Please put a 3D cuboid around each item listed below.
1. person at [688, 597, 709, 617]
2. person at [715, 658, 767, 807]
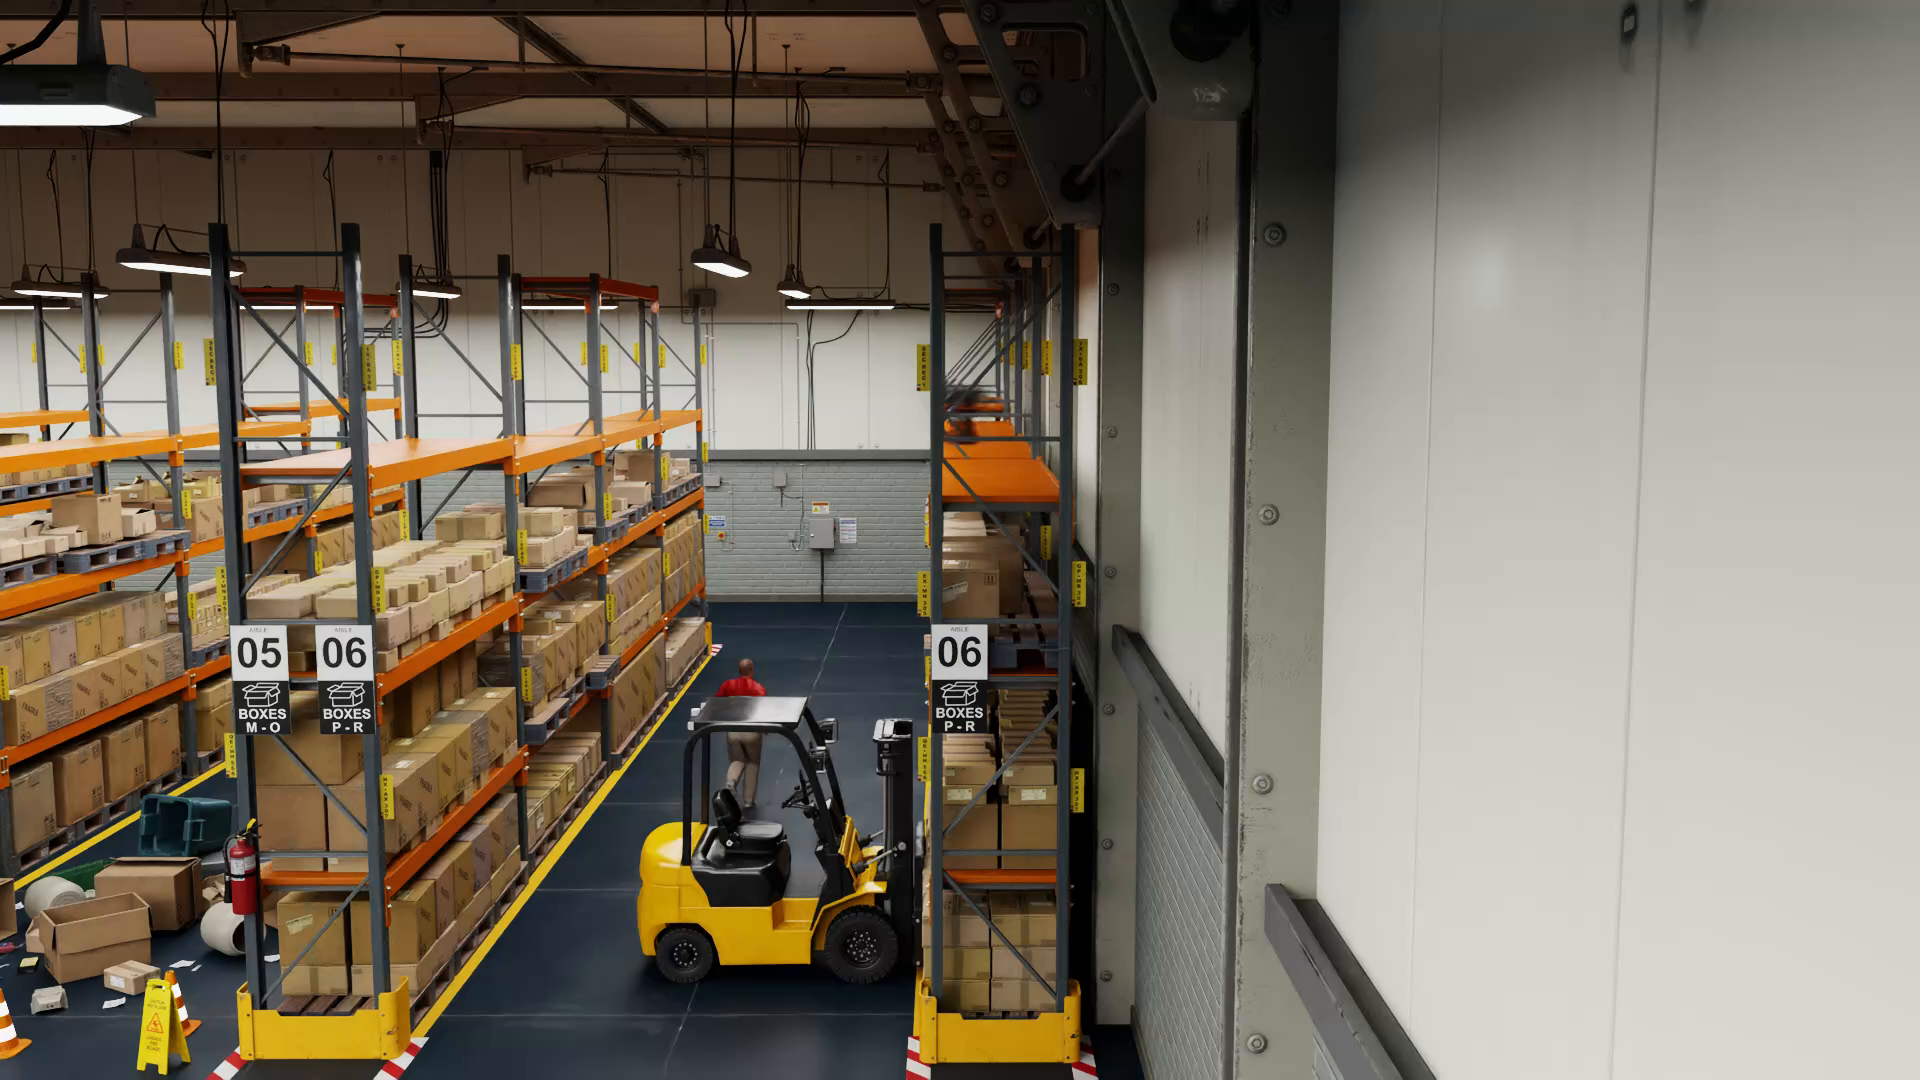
[{"bbox_3d":[-5.225,0.771,31.196,0.964,1.617,0.613,-1,7,-6],"label":"person"},{"bbox_3d":[-2.440,2.188,18.480,0.675,1.722,0.675,1,7,10],"label":"person"}]
